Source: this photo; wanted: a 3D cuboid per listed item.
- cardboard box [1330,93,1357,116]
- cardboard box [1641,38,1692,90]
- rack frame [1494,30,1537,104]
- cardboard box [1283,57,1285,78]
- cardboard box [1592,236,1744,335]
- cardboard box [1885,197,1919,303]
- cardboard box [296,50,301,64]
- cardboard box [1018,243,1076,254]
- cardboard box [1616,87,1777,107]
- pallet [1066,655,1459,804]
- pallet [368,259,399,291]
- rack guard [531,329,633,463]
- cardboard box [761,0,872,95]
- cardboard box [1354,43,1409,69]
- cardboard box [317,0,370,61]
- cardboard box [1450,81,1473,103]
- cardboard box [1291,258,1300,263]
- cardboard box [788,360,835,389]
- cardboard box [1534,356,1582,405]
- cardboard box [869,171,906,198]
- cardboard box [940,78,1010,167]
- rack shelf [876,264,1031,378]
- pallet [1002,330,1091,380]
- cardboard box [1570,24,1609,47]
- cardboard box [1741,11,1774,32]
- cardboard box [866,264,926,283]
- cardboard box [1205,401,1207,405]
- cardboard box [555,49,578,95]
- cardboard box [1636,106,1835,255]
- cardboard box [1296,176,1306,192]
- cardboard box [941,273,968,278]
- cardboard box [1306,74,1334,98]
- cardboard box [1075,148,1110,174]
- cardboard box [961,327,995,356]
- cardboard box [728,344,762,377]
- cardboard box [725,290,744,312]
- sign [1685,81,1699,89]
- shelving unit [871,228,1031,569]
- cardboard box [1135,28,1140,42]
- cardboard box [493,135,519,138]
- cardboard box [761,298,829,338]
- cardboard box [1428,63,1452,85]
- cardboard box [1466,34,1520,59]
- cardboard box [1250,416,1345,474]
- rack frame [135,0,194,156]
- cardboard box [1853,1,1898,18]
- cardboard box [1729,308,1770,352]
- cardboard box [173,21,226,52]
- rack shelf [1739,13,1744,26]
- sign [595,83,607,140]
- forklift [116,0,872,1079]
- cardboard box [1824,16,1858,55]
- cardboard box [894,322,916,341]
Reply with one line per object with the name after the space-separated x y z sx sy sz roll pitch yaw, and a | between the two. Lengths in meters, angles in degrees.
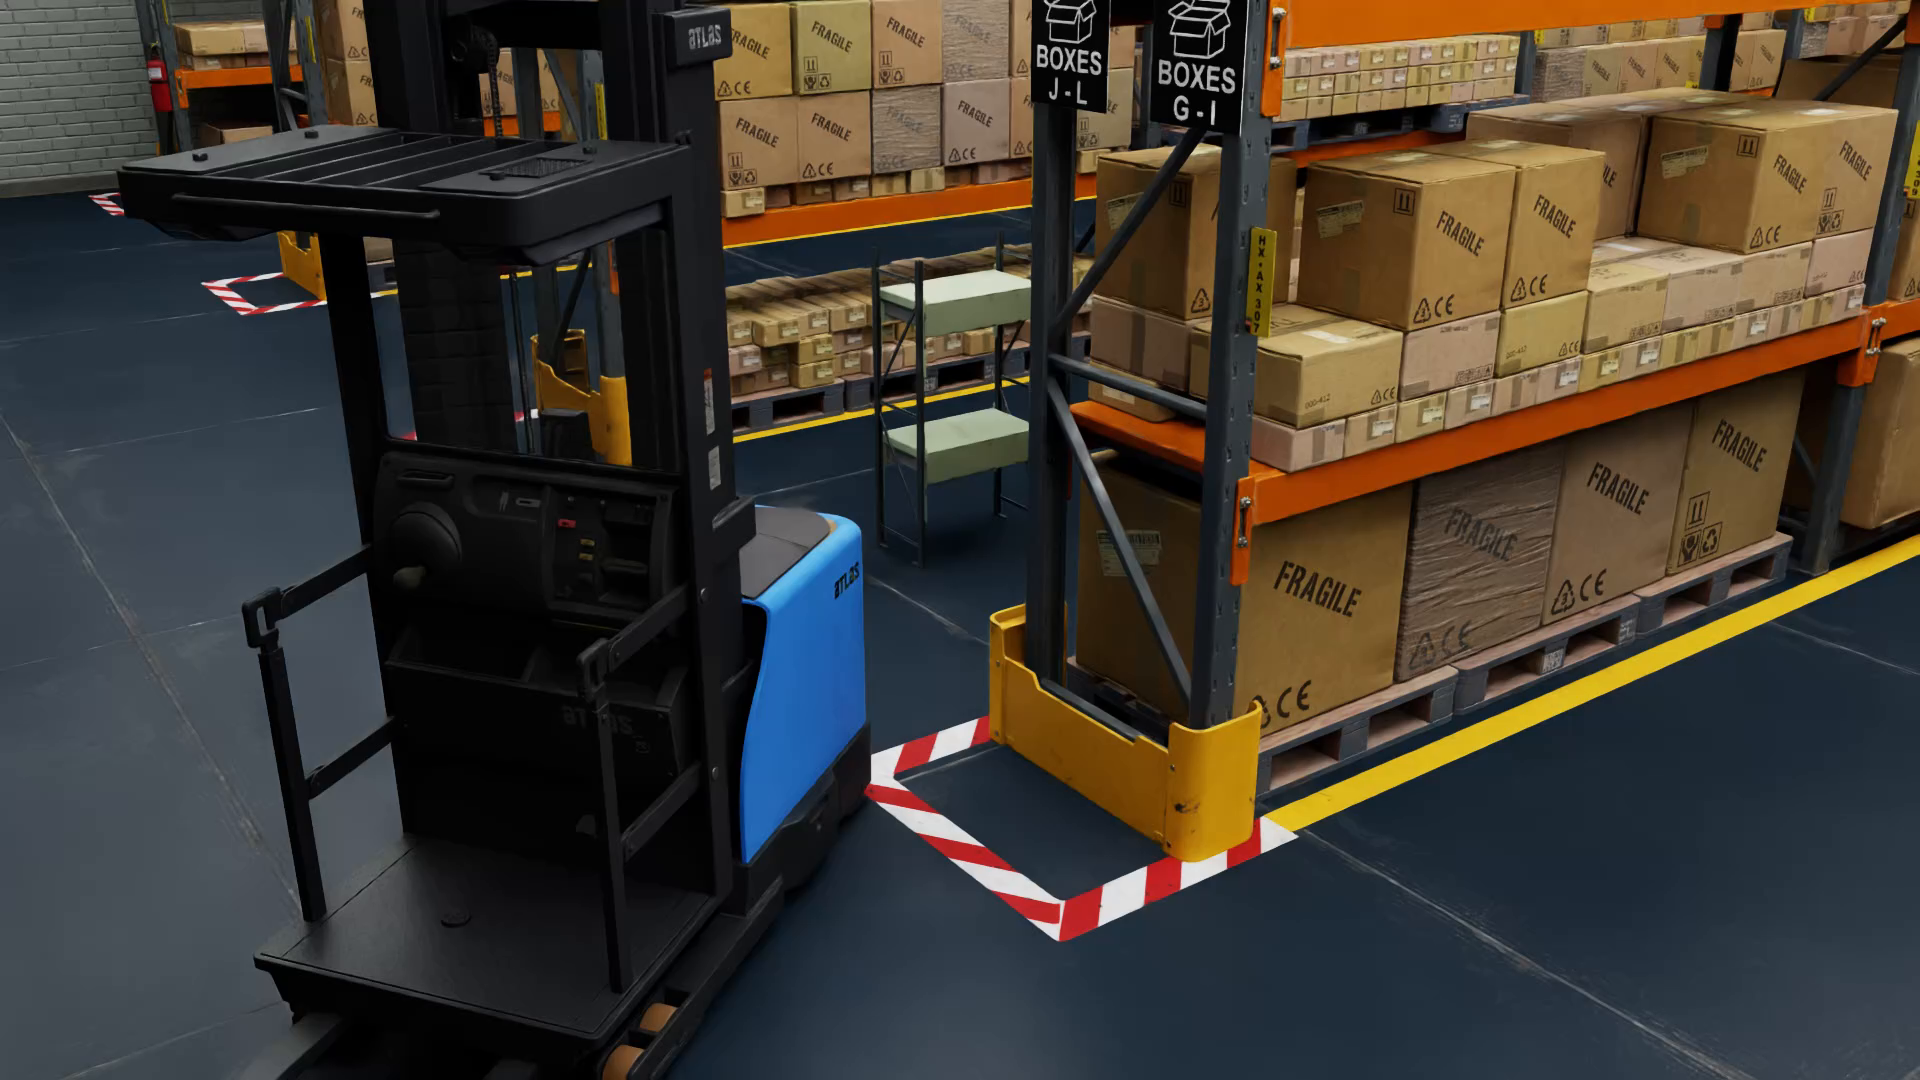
2.666 -3.195 12.128 0.250 0.149 0.380 -15 26 -34 | cardboard box
6.016 -4.141 14.591 0.500 0.500 0.500 -15 26 -33 | cardboard box
4.267 -3.751 13.750 0.127 3.000 1.000 -15 26 -33 | rack frame
2.041 -3.304 11.598 0.250 0.149 0.380 -15 26 -32 | cardboard box
2.797 -1.042 6.762 0.500 0.250 0.500 -14 26 -32 | cardboard box
4.354 -1.442 7.828 0.500 0.500 0.500 -15 26 -33 | cardboard box
-6.849 -5.083 17.427 0.250 0.149 0.380 -14 26 -32 | cardboard box
0.620 -2.020 11.890 0.250 0.149 0.380 -14 26 -31 | cardboard box
3.297 -1.761 7.553 0.500 0.500 0.500 -15 26 -33 | cardboard box
1.191 0.593 6.626 1.213 0.211 1.003 -15 26 -33 | pallet
-4.596 -2.388 14.097 1.213 0.211 1.003 -15 26 -33 | pallet
-2.165 -0.875 9.915 0.348 0.500 1.175 -15 26 -33 | rack guard
-0.866 -2.903 9.739 0.500 0.500 0.500 -16 27 -34 | cardboard box
3.086 -3.583 12.297 0.250 0.149 0.380 -13 25 -30 | cardboard box
-4.644 -4.016 12.929 0.500 0.500 0.500 -16 27 -34 | cardboard box
3.724 -3.476 12.831 0.250 0.149 0.380 -14 26 -32 | cardboard box
1.651 -0.979 6.603 0.500 0.250 0.500 -16 27 -35 | cardboard box
-0.981 -1.067 10.303 0.250 0.149 0.380 -15 26 -32 | cardboard box
2.111 -0.646 6.306 0.250 0.149 0.380 -15 26 -33 | cardboard box
-0.536 -2.227 10.270 0.250 0.149 0.380 -14 26 -31 | cardboard box
-0.034 -2.661 10.482 0.500 0.500 0.500 -15 26 -33 | cardboard box
0.005 -1.061 7.977 0.720 0.370 0.431 -15 26 -33 | rack shelf
0.496 -1.434 11.706 1.213 0.211 1.003 -15 26 -33 | pallet
5.047 -4.466 14.057 0.500 0.500 0.700 -15 26 -34 | cardboard box
7.115 -5.019 15.442 0.500 0.500 0.700 -15 26 -34 | cardboard box
-0.441 -1.731 11.166 0.250 0.149 0.380 -16 27 -35 | cardboard box
0.895 -0.622 6.246 0.250 0.149 0.380 -15 26 -32 | cardboard box
-2.000 -2.843 9.587 0.500 0.500 0.500 -16 27 -34 | cardboard box
3.209 -1.501 6.900 0.500 0.500 0.500 -15 26 -32 | cardboard box
2.622 -2.573 12.592 0.500 0.250 0.500 -14 26 -31 | cardboard box
0.079 -1.635 10.924 0.250 0.149 0.380 -16 27 -35 | cardboard box
2.456 -3.277 11.932 0.250 0.149 0.380 -14 26 -31 | cardboard box
0.780 -2.548 11.073 0.250 0.149 0.380 -16 27 -34 | cardboard box
0.061 -1.345 11.000 0.250 0.149 0.380 -15 26 -33 | cardboard box
-1.396 -1.107 10.002 0.250 0.149 0.380 -15 26 -33 | cardboard box
-1.571 -1.489 10.558 0.250 0.149 0.380 -16 27 -34 | cardboard box
3.510 -2.034 7.990 0.005 0.325 0.100 -15 26 -33 | sign
0.005 -0.698 8.122 0.755 1.500 0.431 -15 26 -33 | shelving unit
1.667 -5.311 17.432 0.250 0.149 0.380 -17 27 -36 | cardboard box
-5.135 -4.507 18.925 0.250 0.149 0.380 -16 27 -34 | cardboard box
-1.017 -1.369 10.256 0.250 0.149 0.380 -16 27 -35 | cardboard box
3.501 -3.554 12.626 0.250 0.149 0.380 -15 26 -33 | cardboard box
4.137 -3.862 12.997 0.250 0.149 0.380 -16 27 -35 | cardboard box
1.069 -0.366 5.606 0.250 0.149 0.380 -15 26 -32 | cardboard box
-8.102 -4.979 16.828 0.127 3.000 1.000 -15 26 -33 | rack frame
8.731 -5.487 16.441 0.550 0.550 0.875 -15 26 -33 | cardboard box
3.153 -0.923 7.002 0.250 0.149 0.380 -14 26 -32 | cardboard box
-7.883 -5.227 17.250 0.500 0.250 0.500 -14 26 -31 | cardboard box
5.458 -2.863 8.448 4.000 0.370 1.077 -15 26 -33 | rack shelf
-1.910 -2.259 8.841 0.005 0.325 0.100 -15 26 -33 | sign
-1.282 0.014 4.407 1.130 2.935 3.031 7 23 18 | forklift
8.240 -4.896 16.416 0.550 0.550 0.875 -15 26 -33 | cardboard box
-0.397 -1.422 10.792 0.250 0.149 0.380 -14 25 -30 | cardboard box
